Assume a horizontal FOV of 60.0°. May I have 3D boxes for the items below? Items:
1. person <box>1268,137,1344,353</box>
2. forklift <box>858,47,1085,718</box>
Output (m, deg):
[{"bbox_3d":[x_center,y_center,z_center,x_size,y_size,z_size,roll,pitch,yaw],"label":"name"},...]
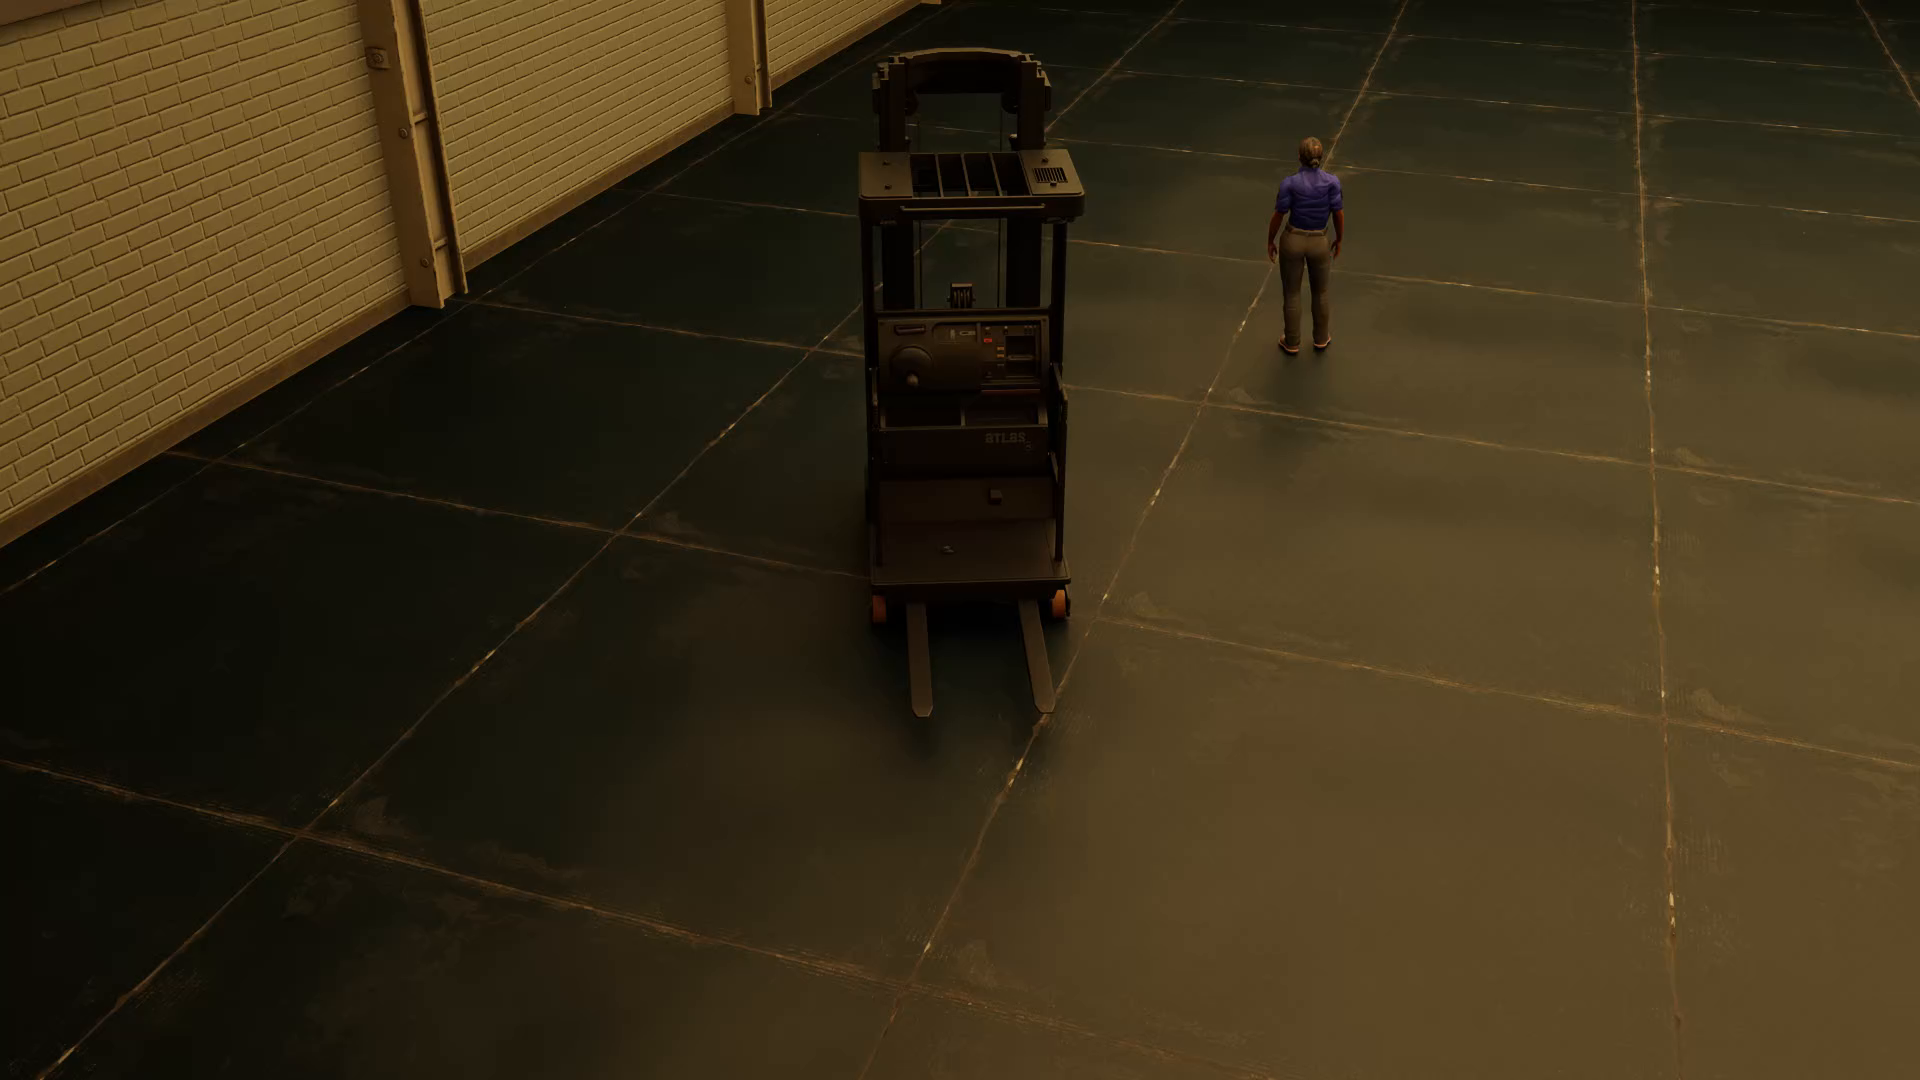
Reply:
[{"bbox_3d":[2.545,-2.180,12.248,0.570,1.641,0.504,2,30,4],"label":"person"},{"bbox_3d":[0.035,-0.972,8.842,1.130,2.935,3.031,-2,30,-3],"label":"forklift"}]
